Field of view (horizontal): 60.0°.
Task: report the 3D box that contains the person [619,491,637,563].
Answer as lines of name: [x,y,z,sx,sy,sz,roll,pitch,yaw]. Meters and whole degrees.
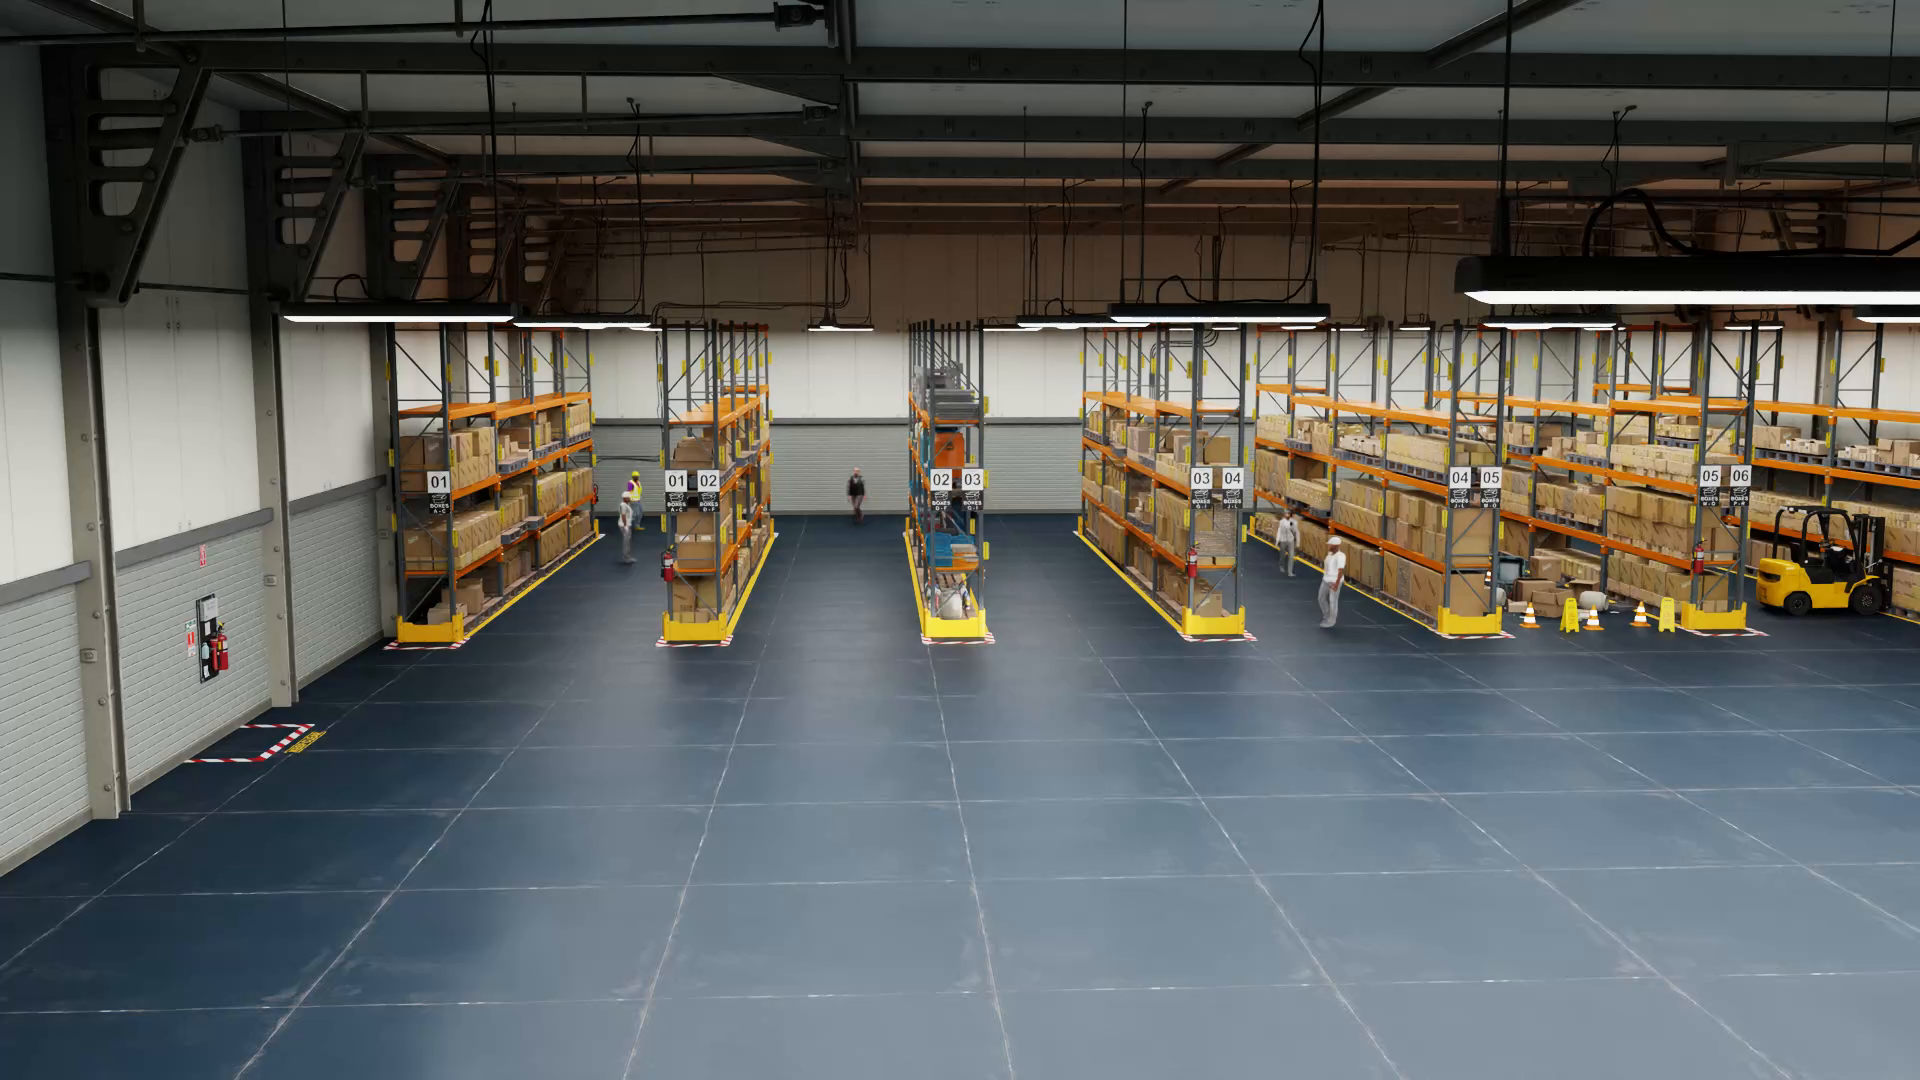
person: [-8.364,-0.338,41.825,0.431,1.788,0.629,-1,7,-10]

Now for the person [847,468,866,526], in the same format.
person: [-3.128,-1.295,49.987,0.492,1.772,0.511,5,9,37]

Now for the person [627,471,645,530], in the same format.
person: [-9.551,-1.149,48.521,0.677,1.740,0.574,0,7,1]

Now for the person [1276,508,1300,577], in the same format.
person: [7.782,0.042,39.478,0.573,1.634,0.964,1,7,4]

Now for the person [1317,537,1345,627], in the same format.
person: [7.295,0.841,32.649,0.511,1.801,0.589,-4,8,-32]
